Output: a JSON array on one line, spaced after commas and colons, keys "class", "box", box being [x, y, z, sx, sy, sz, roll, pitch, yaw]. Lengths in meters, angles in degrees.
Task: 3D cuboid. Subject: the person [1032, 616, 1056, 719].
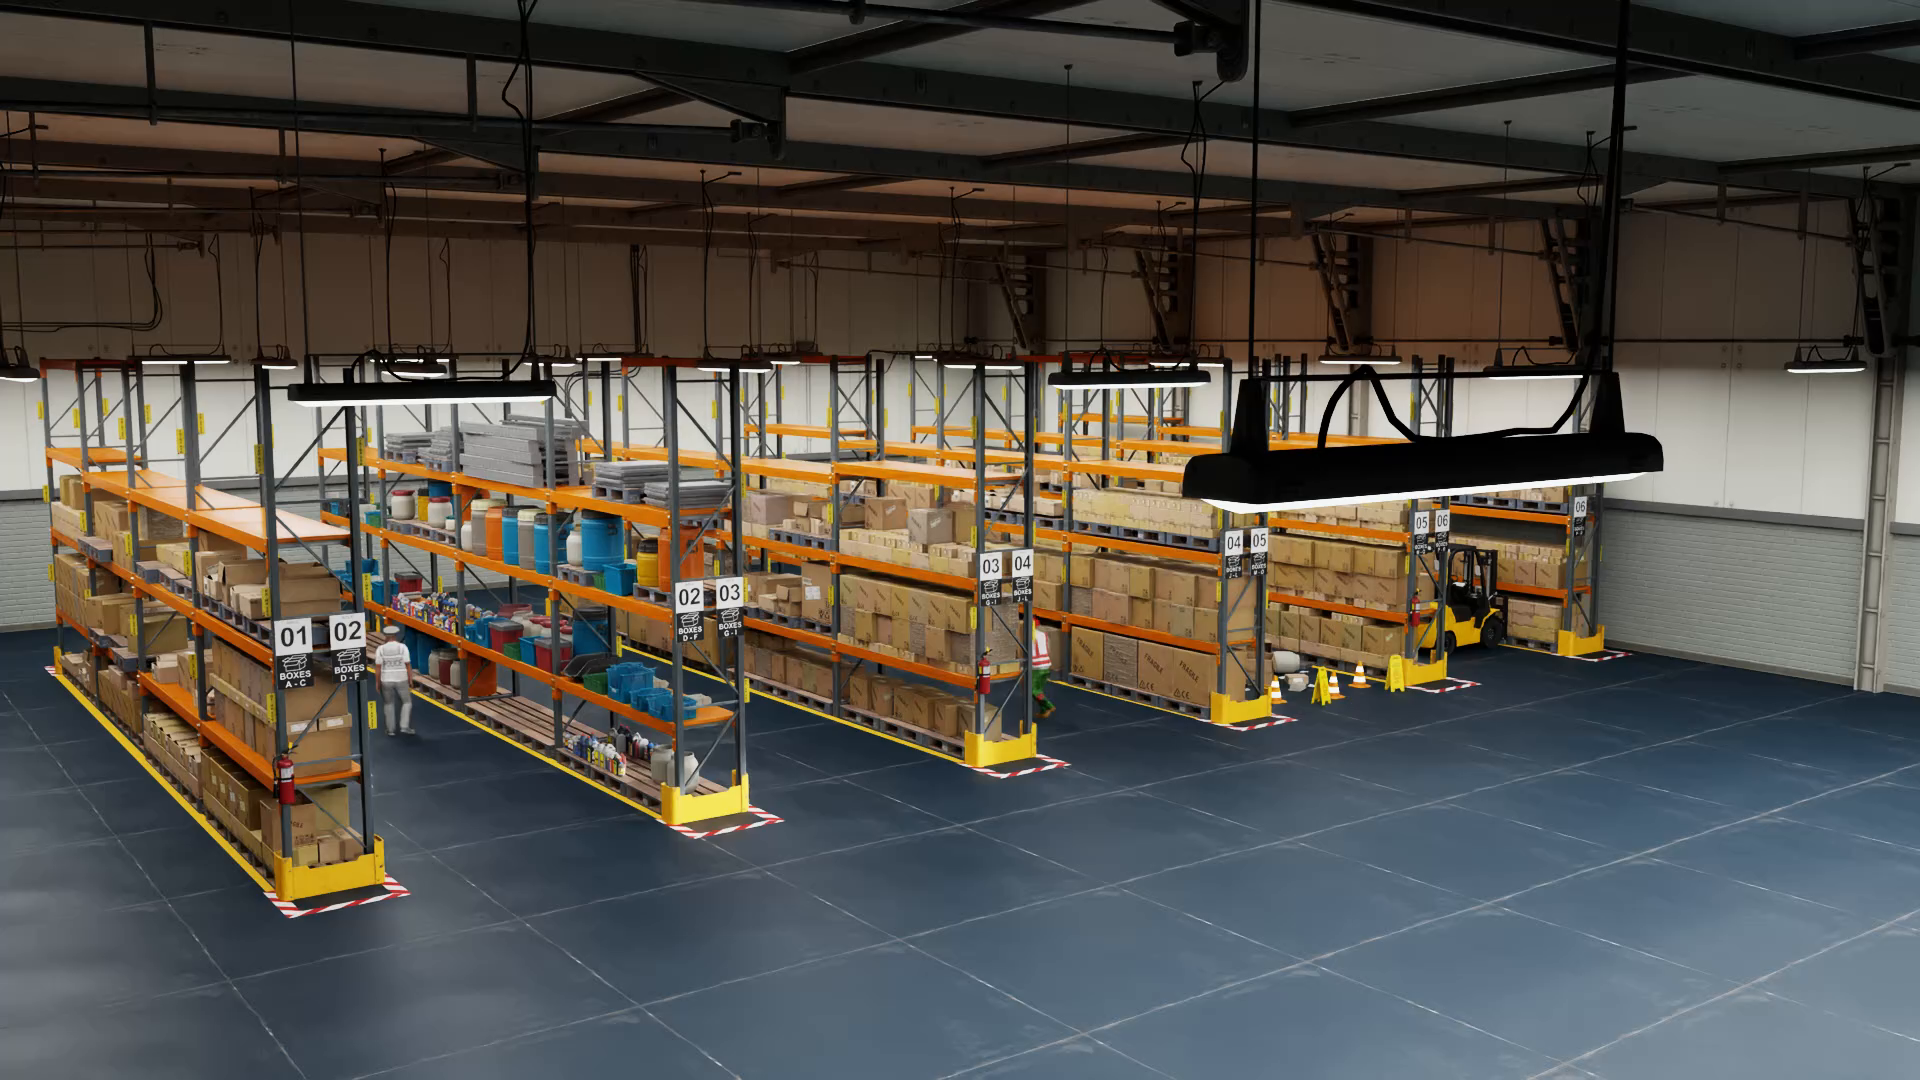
[{"class": "person", "box": [1.357, 2.151, 27.847, 0.764, 1.711, 0.618, 6, 9, 40]}]

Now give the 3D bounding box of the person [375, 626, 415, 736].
[{"class": "person", "box": [-9.067, 2.267, 26.643, 0.576, 1.762, 0.533, -1, 7, -11]}]
